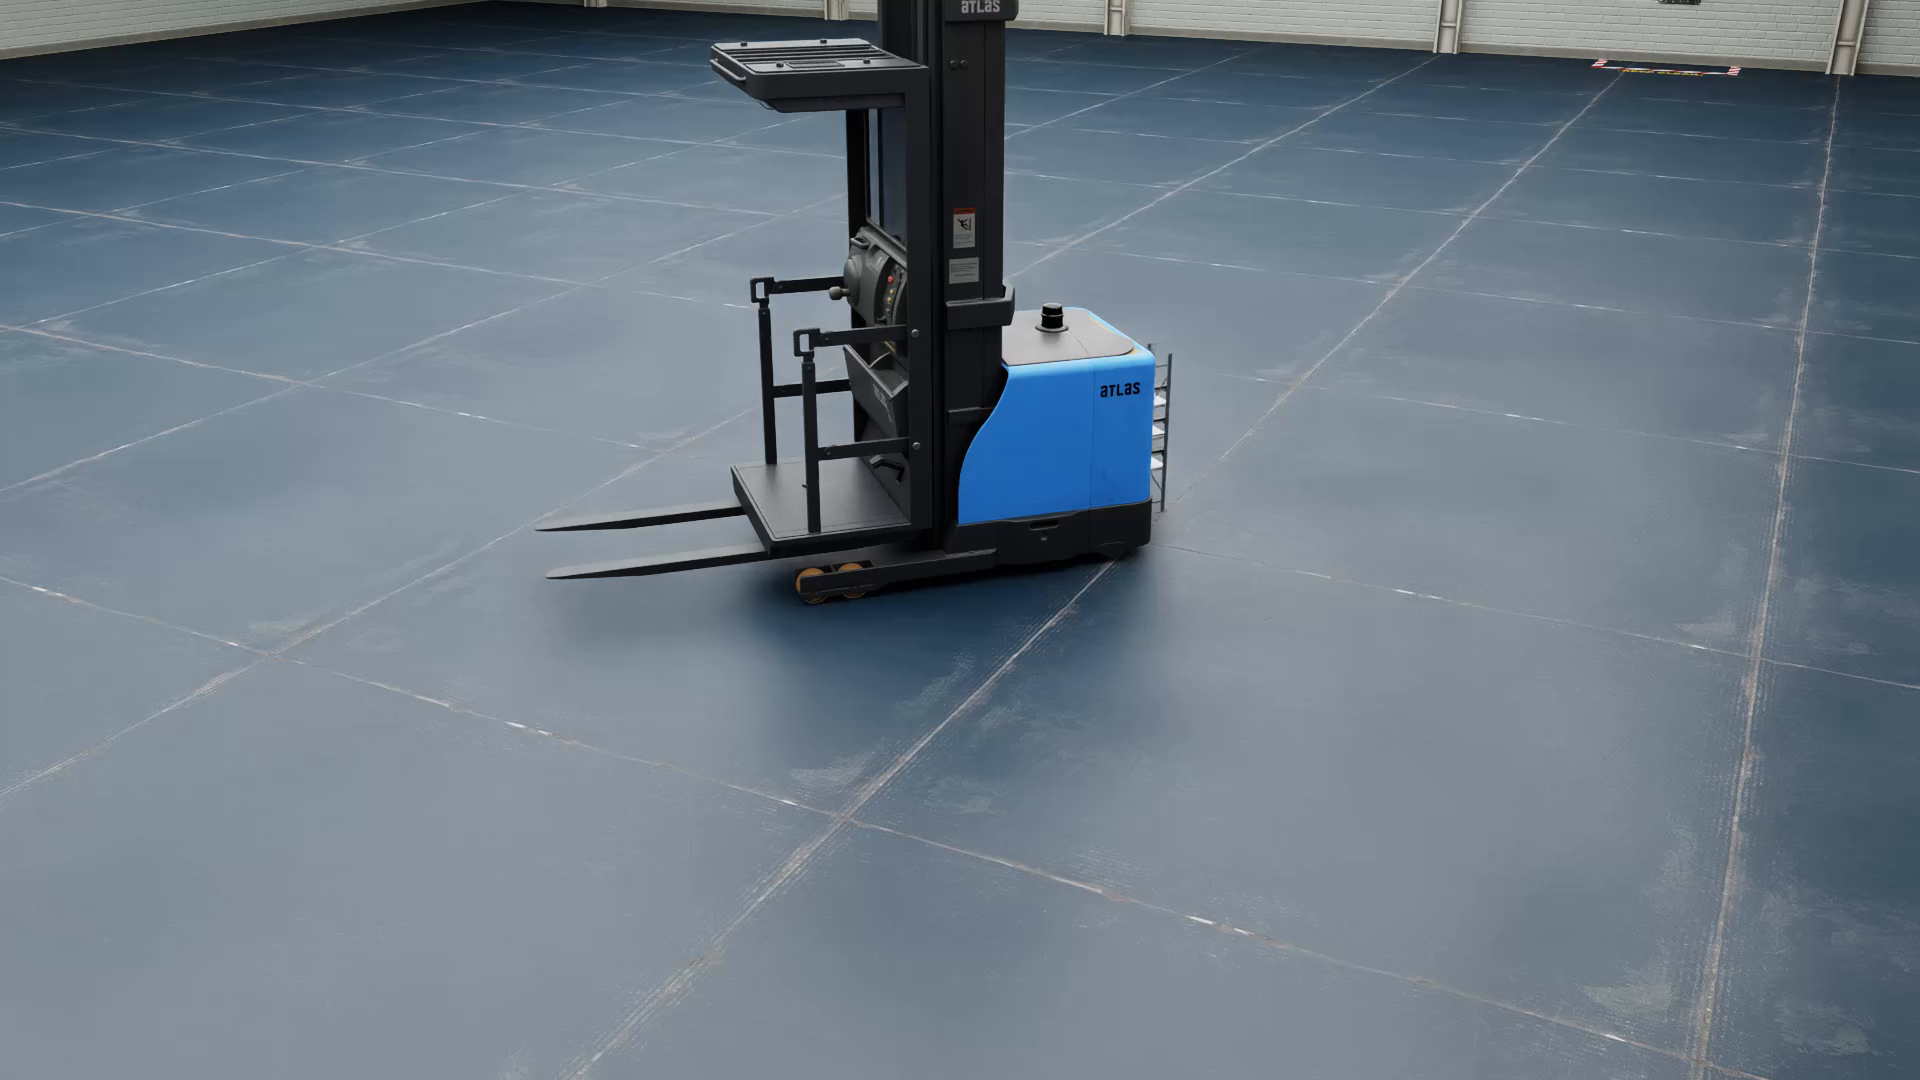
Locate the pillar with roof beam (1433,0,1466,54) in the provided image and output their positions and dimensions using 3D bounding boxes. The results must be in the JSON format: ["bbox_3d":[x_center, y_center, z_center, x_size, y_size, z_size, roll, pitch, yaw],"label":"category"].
[{"bbox_3d":[6.312,-10.912,22.910,0.400,9.000,9.100,11,25,25],"label":"pillar with roof beam"}]

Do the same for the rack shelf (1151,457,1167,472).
[{"bbox_3d":[0.965,-0.389,9.060,0.258,0.077,0.200,-11,25,-24],"label":"rack shelf"}]

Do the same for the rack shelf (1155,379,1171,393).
[{"bbox_3d":[0.965,-0.803,8.884,0.258,0.077,0.200,-11,25,-24],"label":"rack shelf"}]

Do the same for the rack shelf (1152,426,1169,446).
[{"bbox_3d":[0.965,-0.555,8.989,0.258,0.077,0.200,-11,25,-24],"label":"rack shelf"}]

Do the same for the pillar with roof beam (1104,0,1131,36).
[{"bbox_3d":[0.957,-11.972,25.402,0.400,9.000,9.100,11,25,25],"label":"pillar with roof beam"}]

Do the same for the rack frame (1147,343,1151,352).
[{"bbox_3d":[0.919,-0.621,9.060,0.240,0.900,0.006,-11,25,-24],"label":"rack frame"}]

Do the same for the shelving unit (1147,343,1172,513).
[{"bbox_3d":[0.965,-0.585,8.976,0.258,0.900,0.210,-11,25,-24],"label":"shelving unit"}]

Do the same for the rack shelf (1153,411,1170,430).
[{"bbox_3d":[0.965,-0.637,8.954,0.258,0.077,0.200,-11,25,-24],"label":"rack shelf"}]

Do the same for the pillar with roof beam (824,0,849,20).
[{"bbox_3d":[-4.398,-13.031,27.893,0.400,9.000,9.100,11,25,25],"label":"pillar with roof beam"}]

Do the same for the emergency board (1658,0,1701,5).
[{"bbox_3d":[11.421,-9.053,26.205,0.626,1.169,0.157,11,25,25],"label":"emergency board"}]

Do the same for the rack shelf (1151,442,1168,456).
[{"bbox_3d":[0.965,-0.472,9.025,0.258,0.077,0.200,-11,25,-24],"label":"rack shelf"}]

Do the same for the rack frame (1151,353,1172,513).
[{"bbox_3d":[1.010,-0.550,8.893,0.240,0.900,0.006,-11,25,-24],"label":"rack frame"}]

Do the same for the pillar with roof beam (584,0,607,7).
[{"bbox_3d":[-9.752,-14.090,30.384,0.400,9.000,9.100,11,25,25],"label":"pillar with roof beam"}]

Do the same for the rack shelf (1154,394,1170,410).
[{"bbox_3d":[0.965,-0.720,8.919,0.258,0.077,0.200,-11,25,-24],"label":"rack shelf"}]

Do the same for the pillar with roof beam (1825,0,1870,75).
[{"bbox_3d":[11.666,-9.853,20.419,0.400,9.000,9.100,11,25,25],"label":"pillar with roof beam"}]

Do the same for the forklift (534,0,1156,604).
[{"bbox_3d":[-0.594,-1.274,8.000,3.031,2.935,1.130,-7,24,-16],"label":"forklift"}]
